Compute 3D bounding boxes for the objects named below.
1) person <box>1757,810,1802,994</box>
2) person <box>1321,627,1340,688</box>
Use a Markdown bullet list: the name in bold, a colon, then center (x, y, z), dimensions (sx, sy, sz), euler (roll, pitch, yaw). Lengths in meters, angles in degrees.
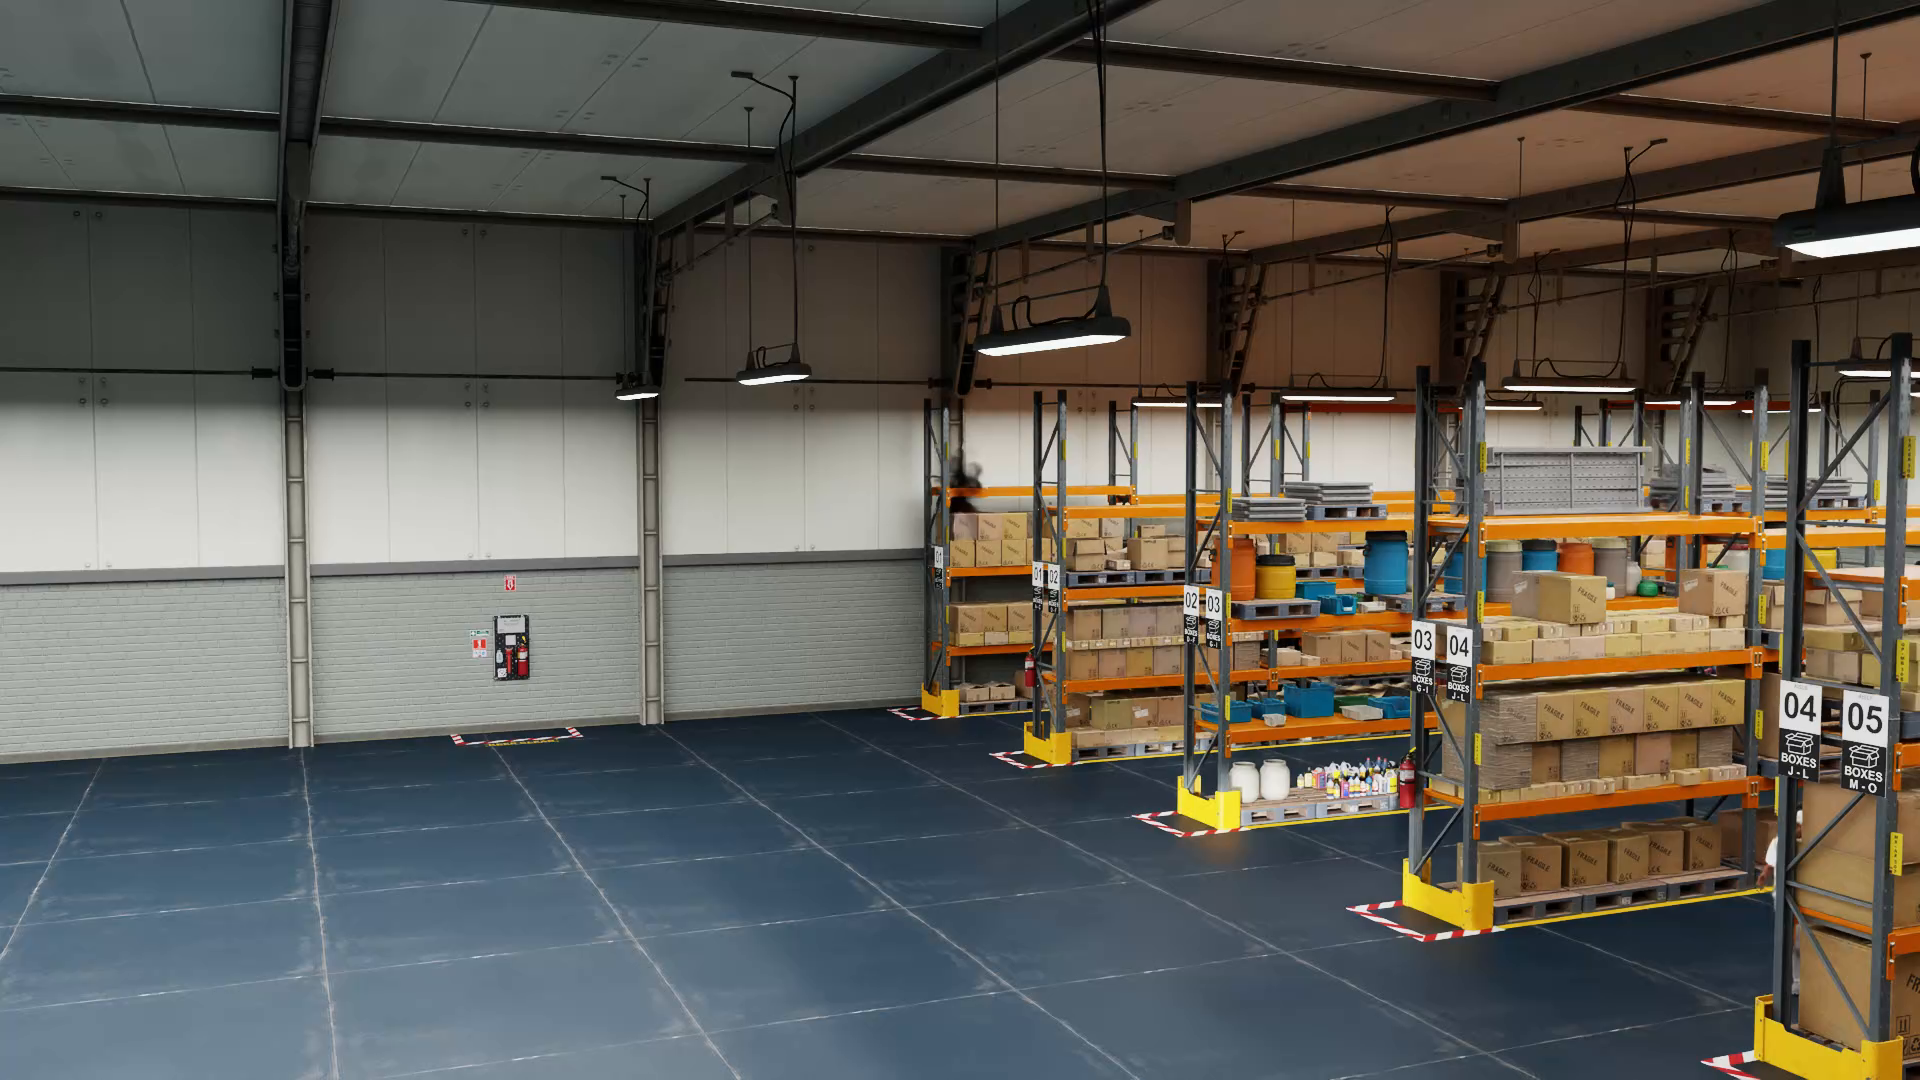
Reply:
- **person**: center (7.776, 3.381, 15.542), dimensions (0.596, 1.729, 0.671), euler (-2, 4, -28)
- **person**: center (7.177, 2.402, 32.189), dimensions (0.641, 1.734, 0.708), euler (-2, 4, -26)
